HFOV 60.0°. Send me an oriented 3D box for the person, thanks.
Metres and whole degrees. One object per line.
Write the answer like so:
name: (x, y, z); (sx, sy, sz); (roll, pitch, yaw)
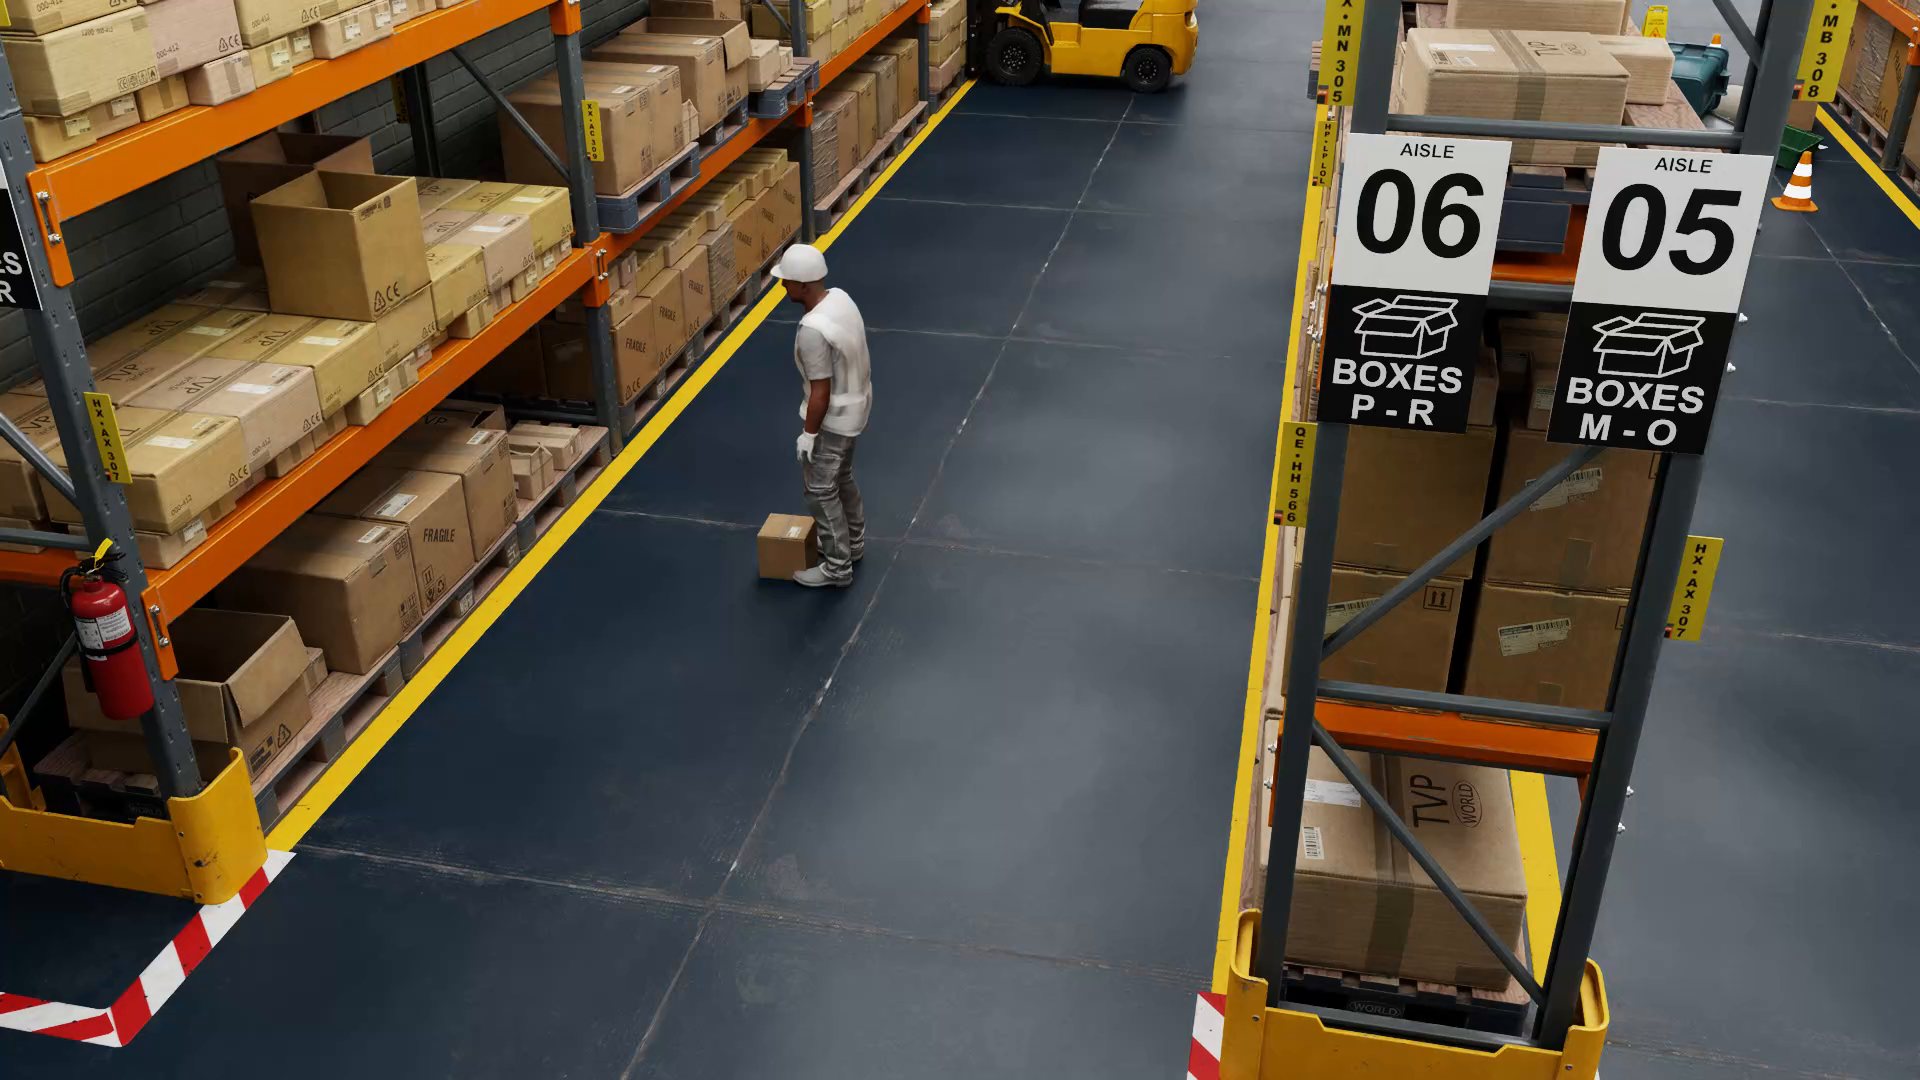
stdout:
person: (-0.669, -0.613, 8.240); (0.454, 1.774, 0.622); (5, 29, 10)
